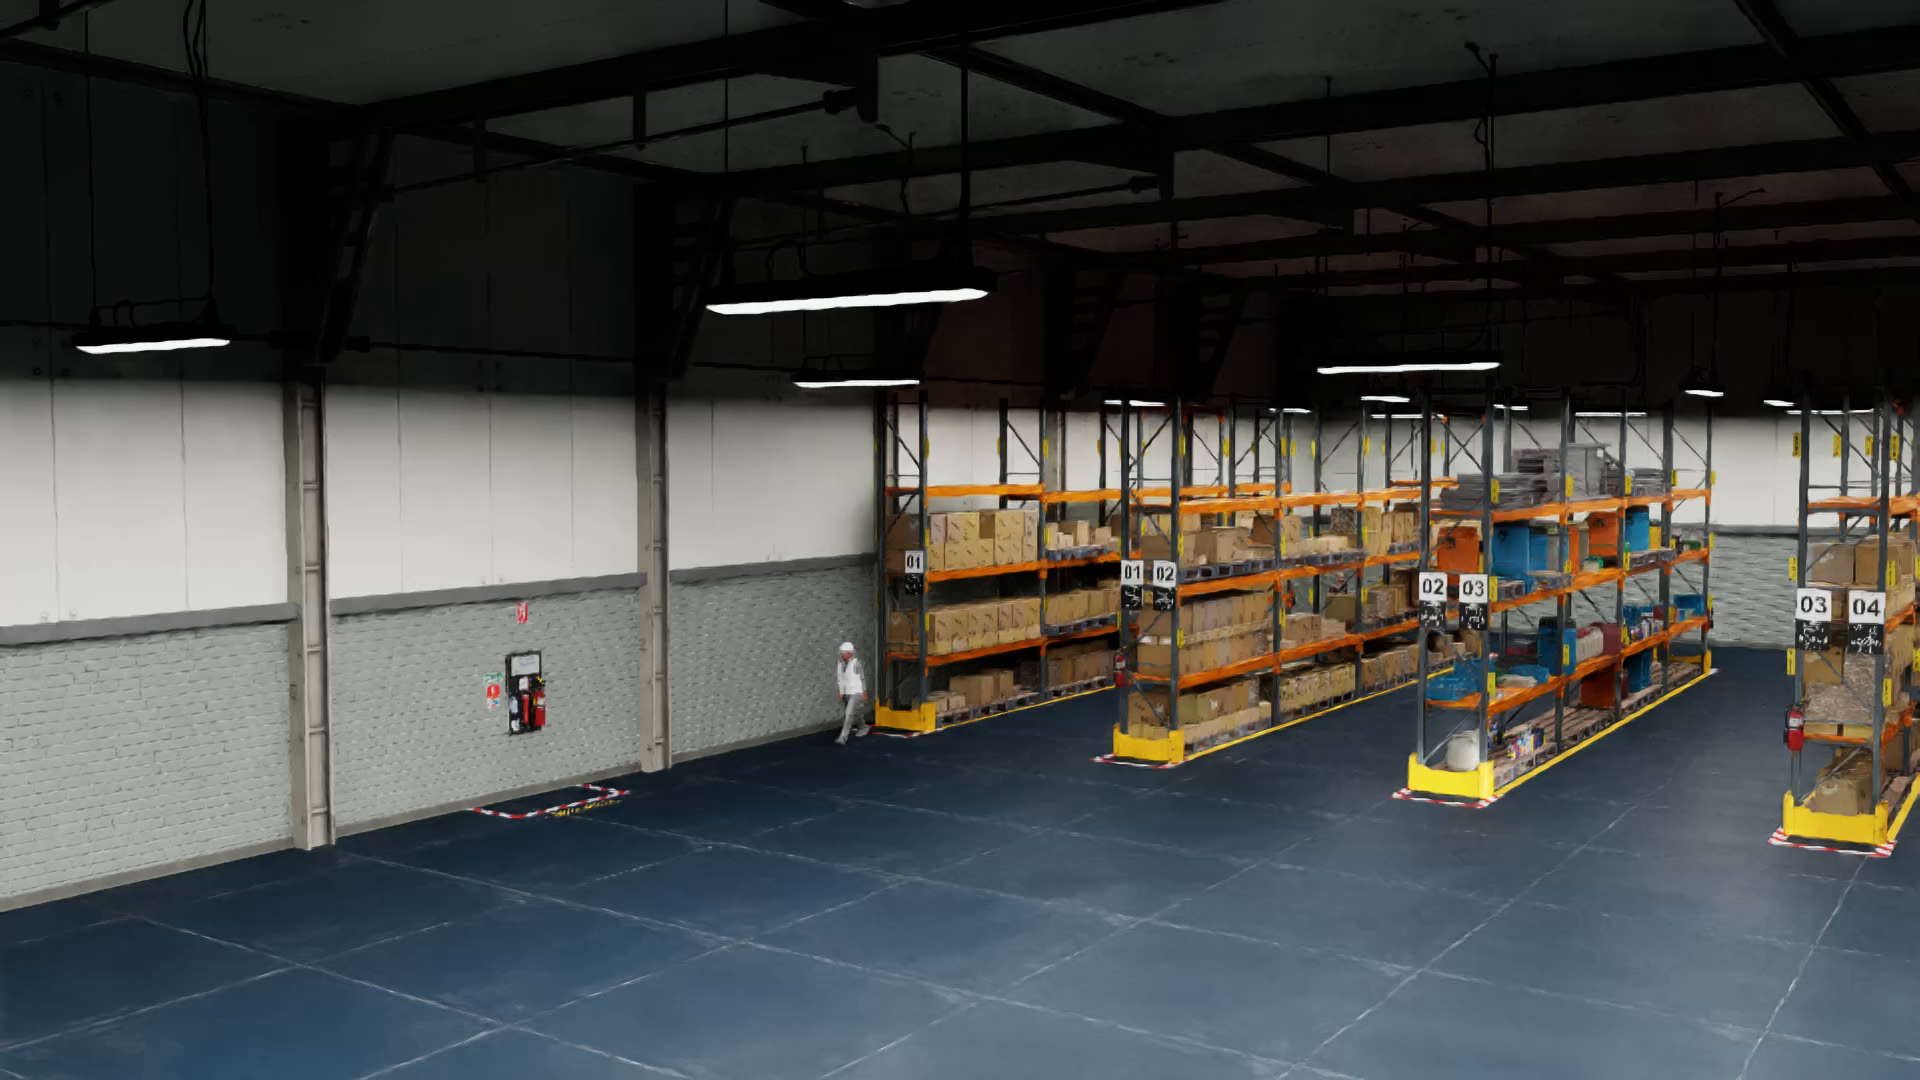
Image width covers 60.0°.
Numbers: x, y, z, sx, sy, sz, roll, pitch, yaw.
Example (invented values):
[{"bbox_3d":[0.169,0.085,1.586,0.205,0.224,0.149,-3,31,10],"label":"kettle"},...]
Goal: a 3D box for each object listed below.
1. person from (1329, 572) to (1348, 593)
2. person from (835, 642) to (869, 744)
[{"bbox_3d":[9.859,1.713,43.033,0.776,1.773,0.576,-1,3,-19],"label":"person"},{"bbox_3d":[-1.895,2.571,28.303,0.543,1.700,1.115,2,4,36],"label":"person"}]
